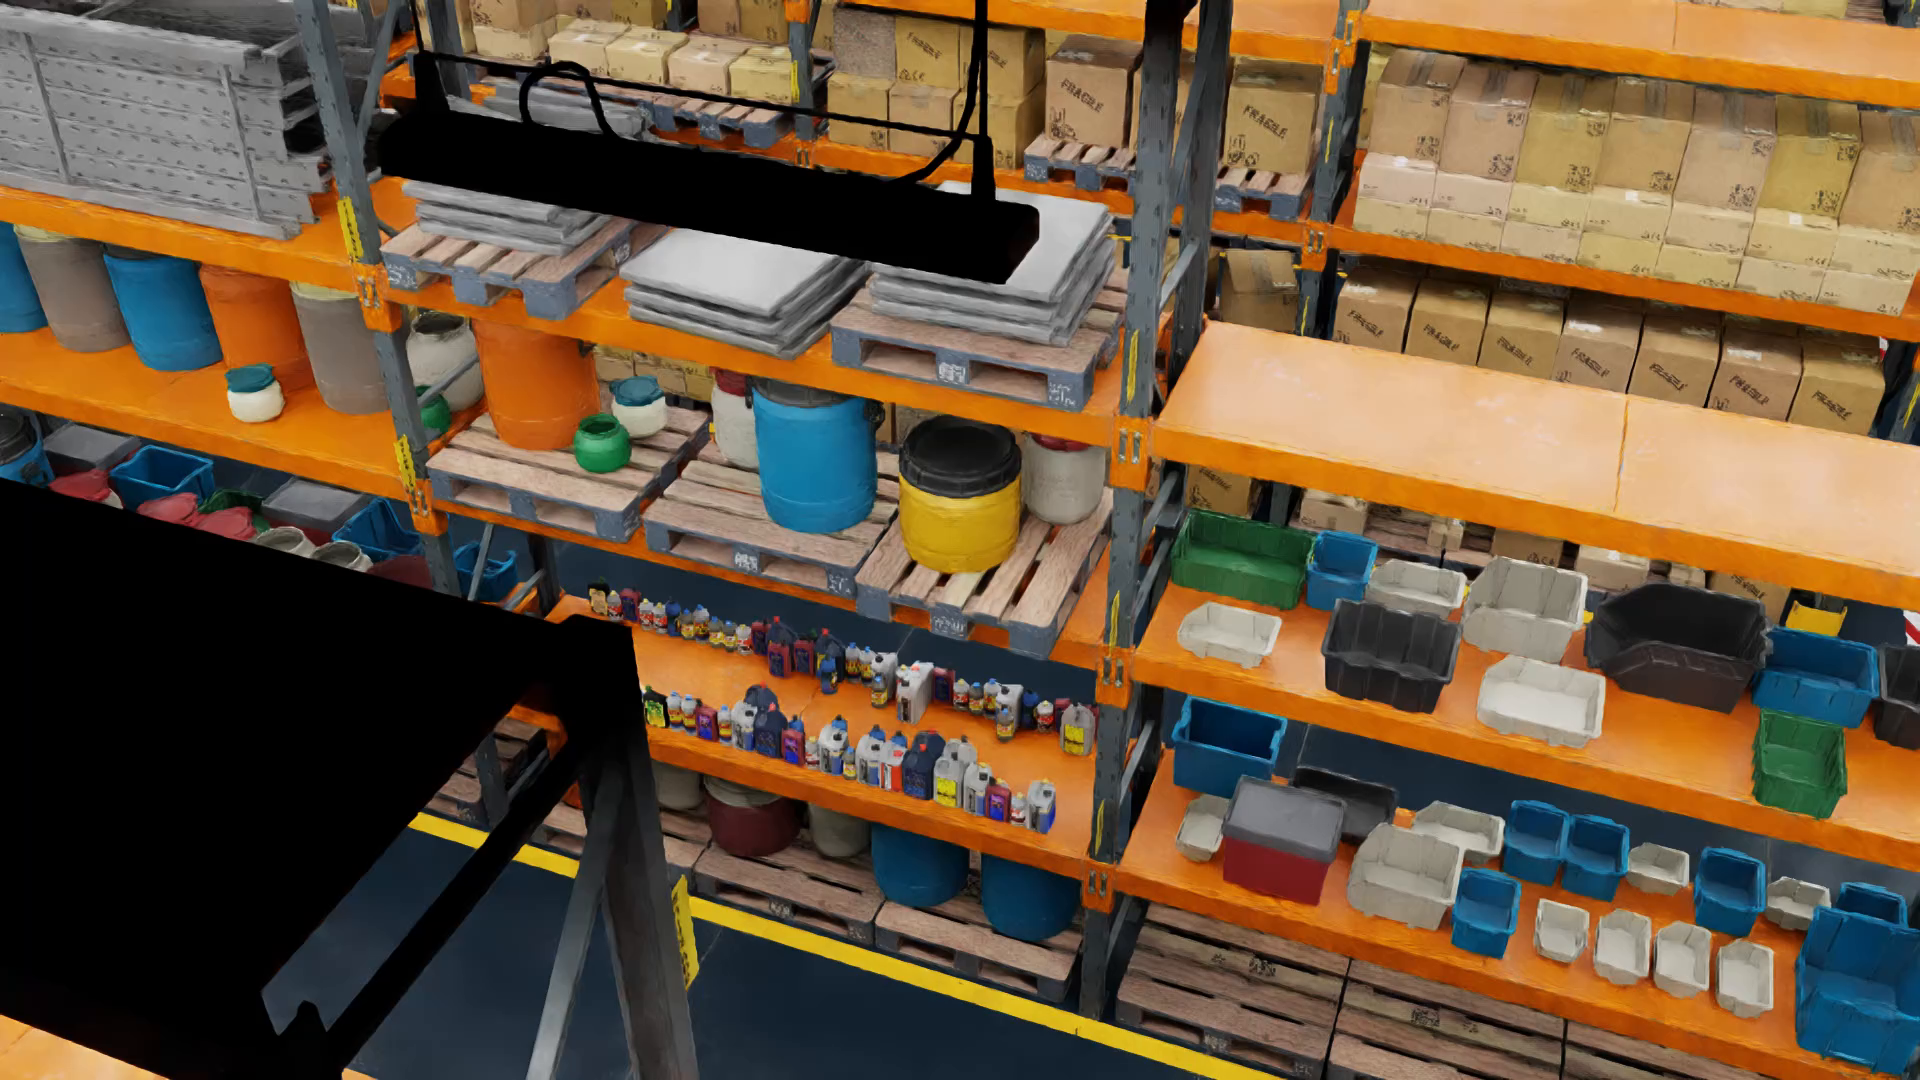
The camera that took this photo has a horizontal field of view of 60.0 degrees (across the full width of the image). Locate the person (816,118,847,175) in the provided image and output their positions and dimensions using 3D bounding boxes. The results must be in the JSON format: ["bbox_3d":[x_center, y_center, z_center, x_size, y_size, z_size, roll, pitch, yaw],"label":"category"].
[{"bbox_3d":[-1.296,-4.011,17.436,1.058,1.598,0.511,7,37,9],"label":"person"}]
